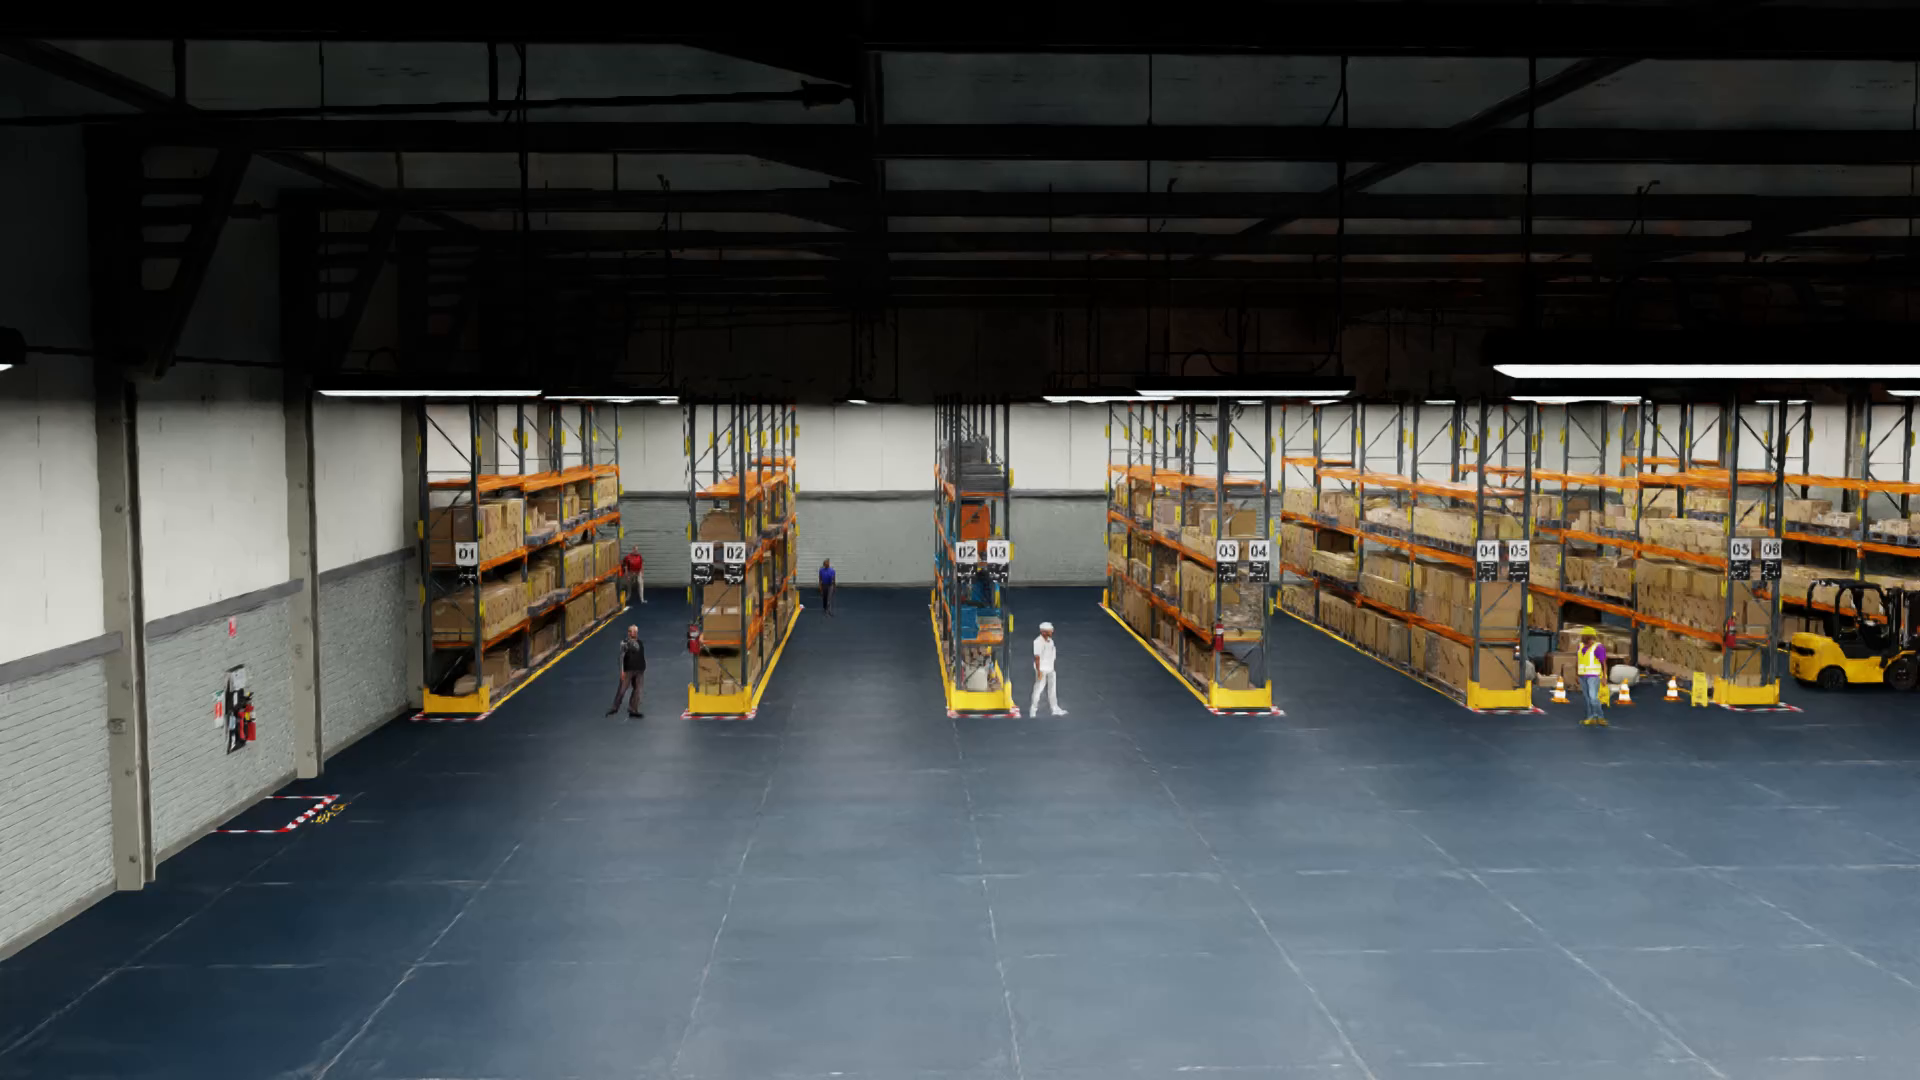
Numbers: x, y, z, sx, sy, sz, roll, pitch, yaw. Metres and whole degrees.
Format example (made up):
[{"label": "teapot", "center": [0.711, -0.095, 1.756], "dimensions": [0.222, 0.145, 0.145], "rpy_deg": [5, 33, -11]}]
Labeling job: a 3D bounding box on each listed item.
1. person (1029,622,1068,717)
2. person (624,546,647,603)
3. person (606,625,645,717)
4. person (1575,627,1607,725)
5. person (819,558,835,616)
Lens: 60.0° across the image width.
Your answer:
[{"label": "person", "center": [1.595, 2.374, 30.677], "dimensions": [0.535, 1.758, 0.732], "rpy_deg": [3, 6, 35]}, {"label": "person", "center": [-9.520, 0.997, 48.611], "dimensions": [0.582, 1.679, 0.974], "rpy_deg": [-2, 5, -25]}, {"label": "person", "center": [-6.153, 2.418, 30.622], "dimensions": [0.728, 1.713, 0.517], "rpy_deg": [-5, 6, -44]}, {"label": "person", "center": [11.364, 2.437, 29.927], "dimensions": [0.398, 1.760, 0.652], "rpy_deg": [-3, 5, -32]}, {"label": "person", "center": [-3.653, 1.269, 45.589], "dimensions": [0.447, 1.574, 1.088], "rpy_deg": [0, 5, 0]}]
